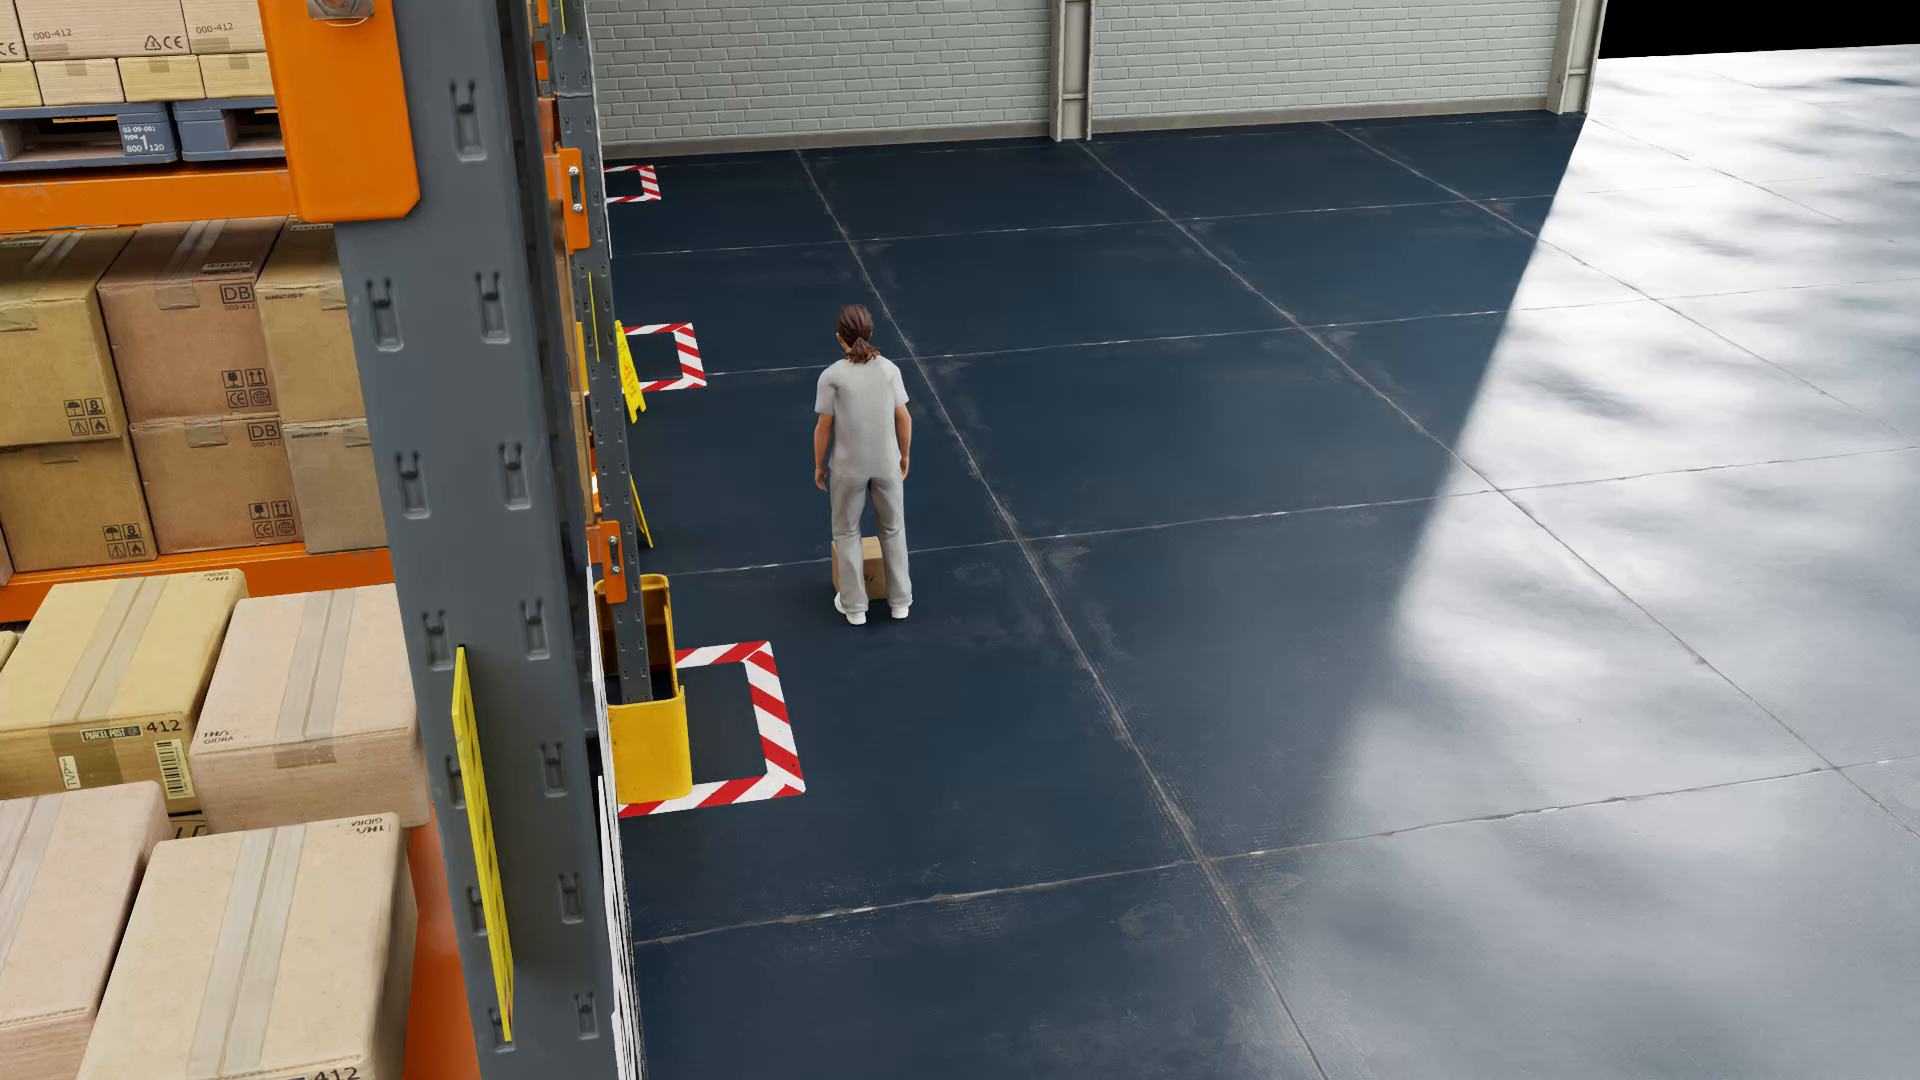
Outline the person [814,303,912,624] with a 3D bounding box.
[{"bbox_3d":[-0.477,-0.367,8.343,0.508,1.673,0.349,-7,28,-13],"label":"person"}]
